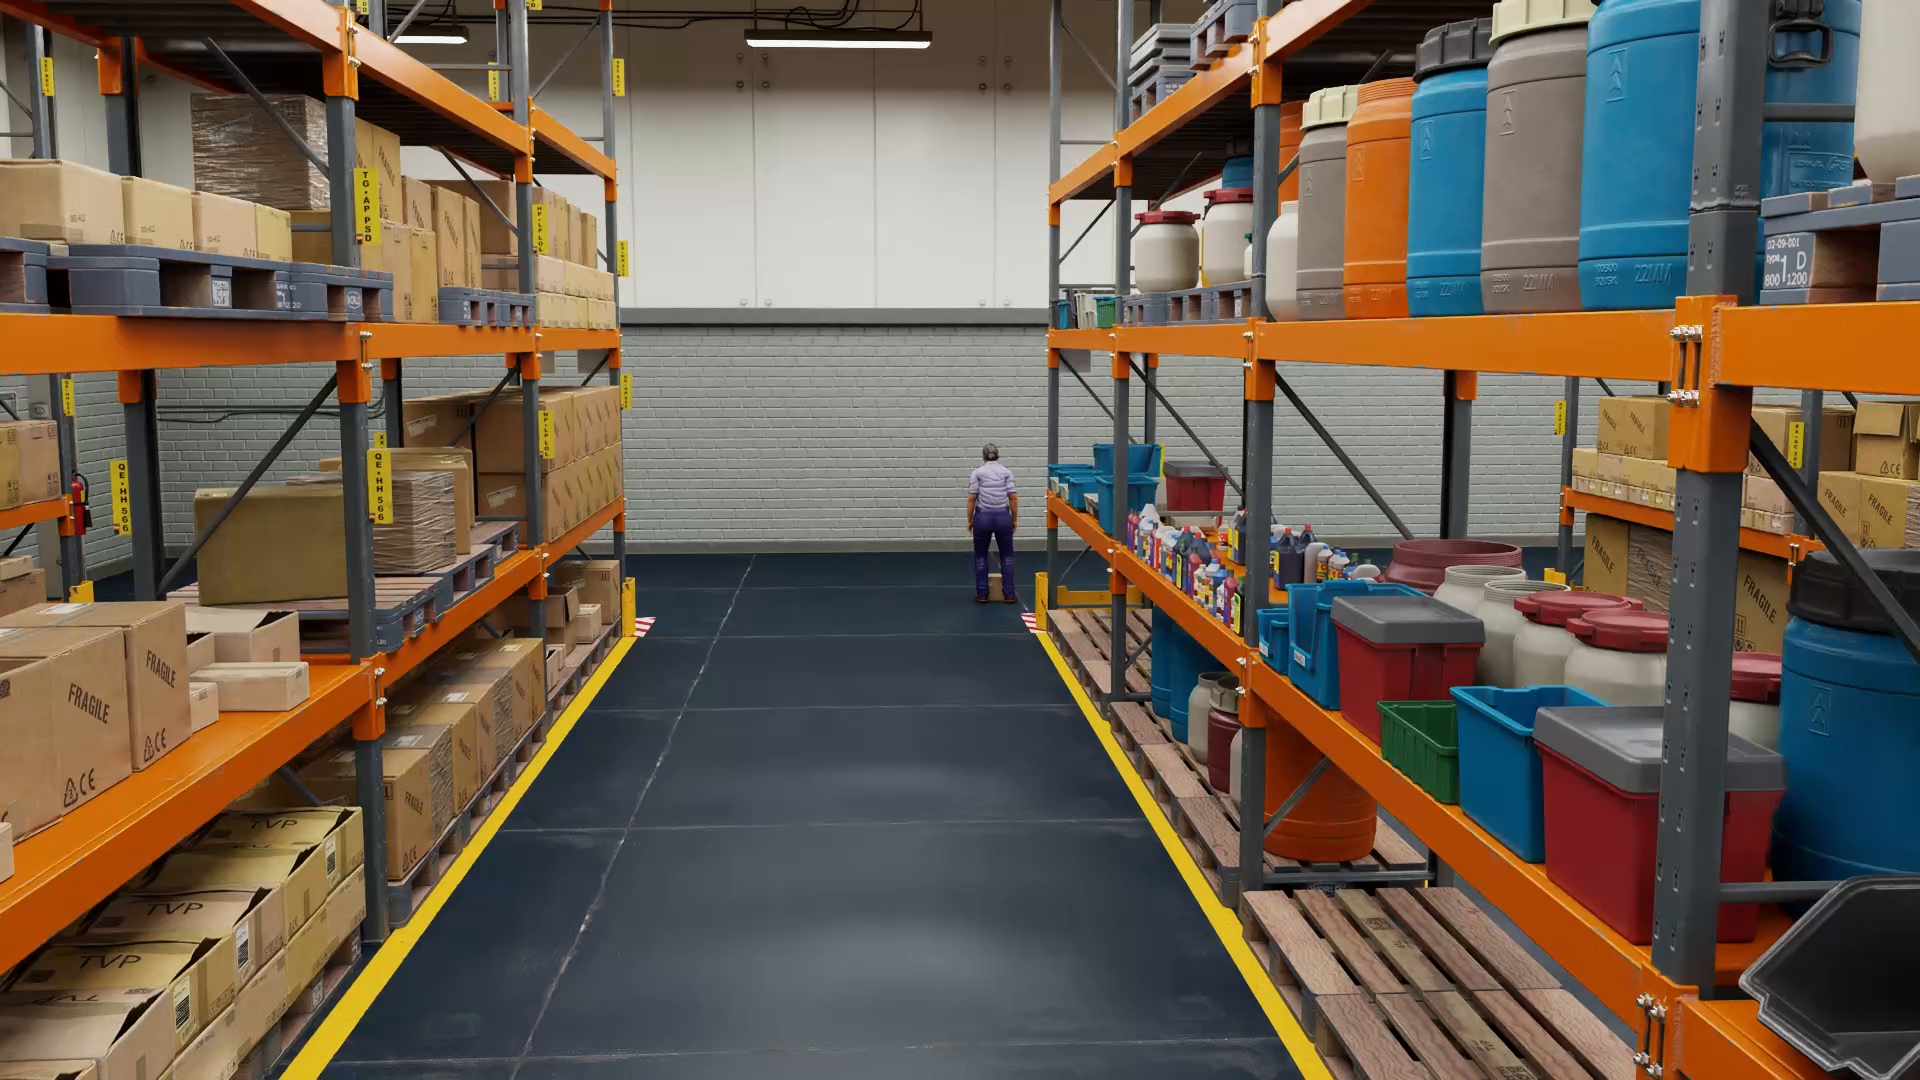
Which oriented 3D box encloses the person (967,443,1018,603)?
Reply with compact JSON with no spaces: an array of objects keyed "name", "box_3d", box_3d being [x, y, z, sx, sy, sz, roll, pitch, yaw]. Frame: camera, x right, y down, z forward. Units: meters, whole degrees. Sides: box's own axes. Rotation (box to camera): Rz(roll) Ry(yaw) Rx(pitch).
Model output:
[{"name":"person","box_3d":[0.341,-0.173,17.197,0.538,1.652,0.413,0,7,-3]}]
